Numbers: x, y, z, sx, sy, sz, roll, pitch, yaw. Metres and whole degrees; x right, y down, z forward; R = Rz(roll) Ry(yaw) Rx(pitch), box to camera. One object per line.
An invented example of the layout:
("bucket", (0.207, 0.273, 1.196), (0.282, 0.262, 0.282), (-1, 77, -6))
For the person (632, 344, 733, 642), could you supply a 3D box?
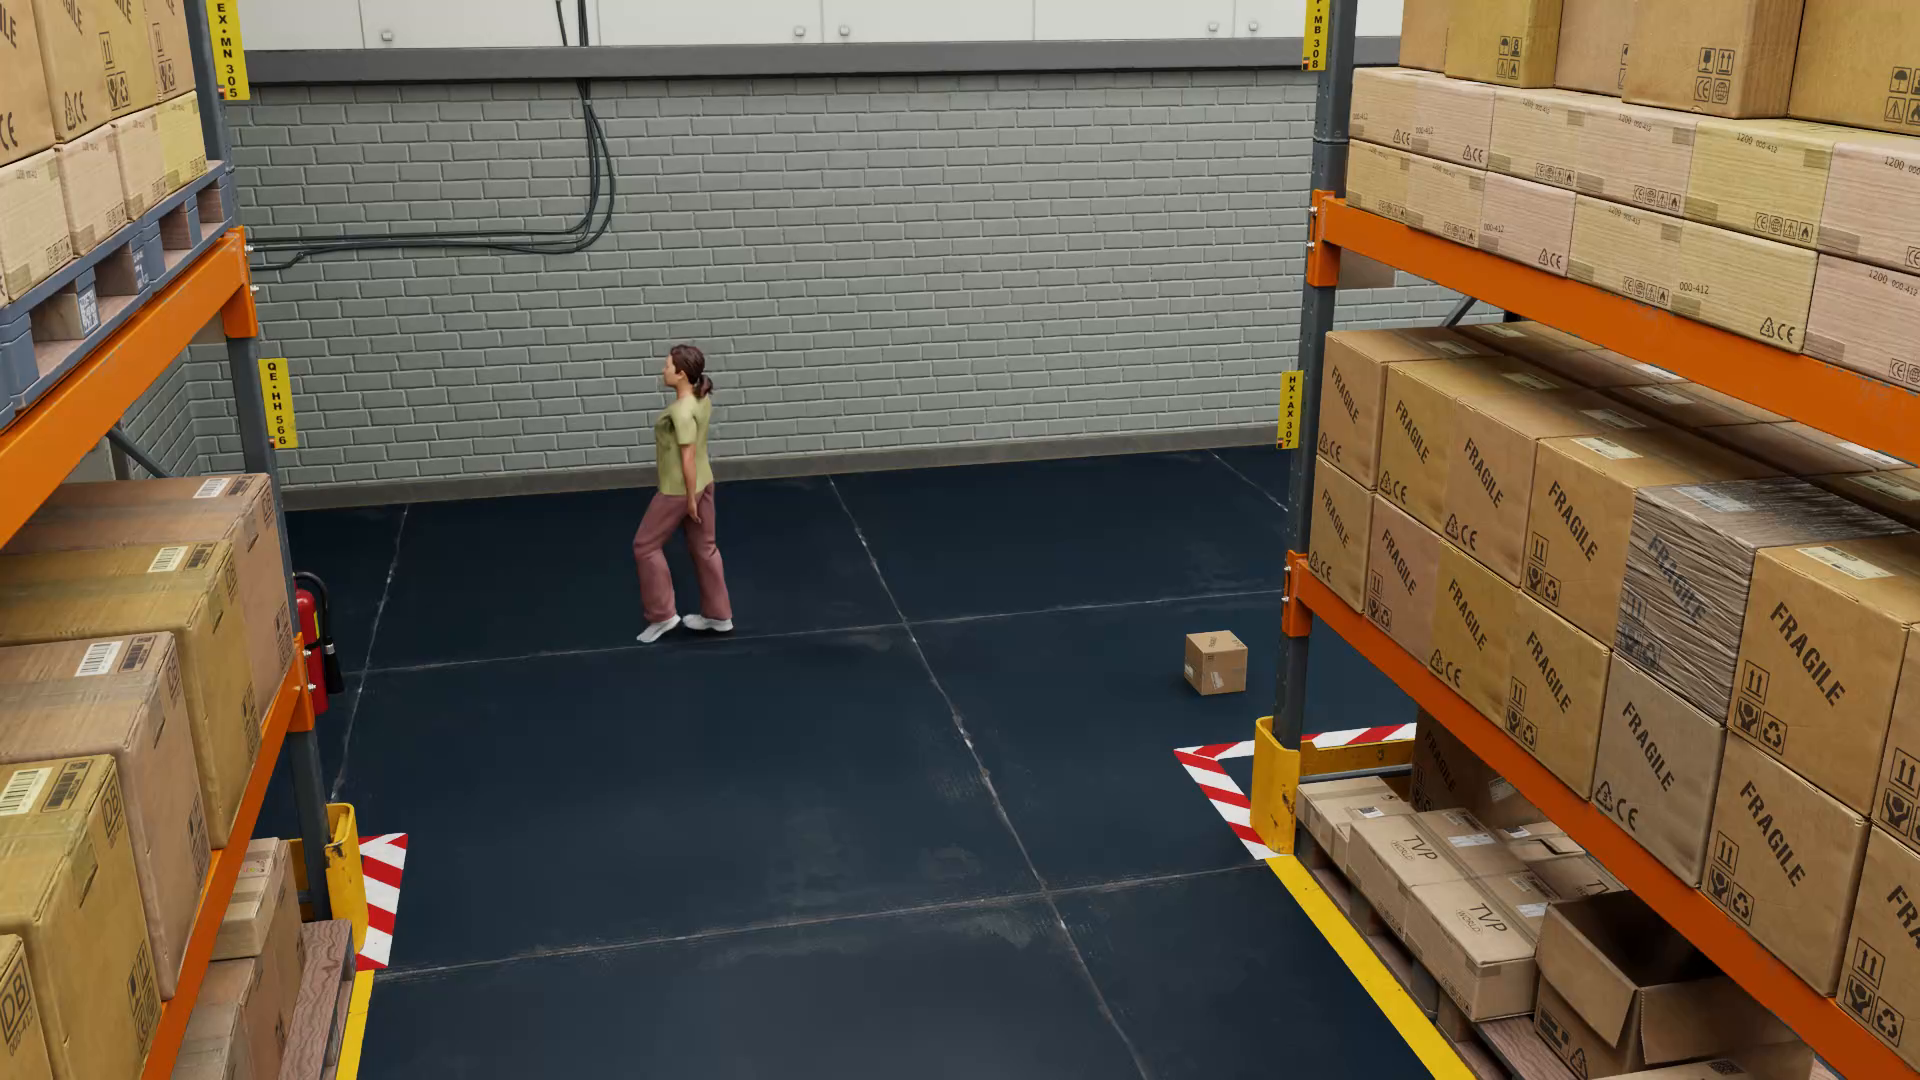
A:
("person", (-1.557, -0.246, 9.296), (0.535, 1.722, 0.444), (5, 20, 14))
